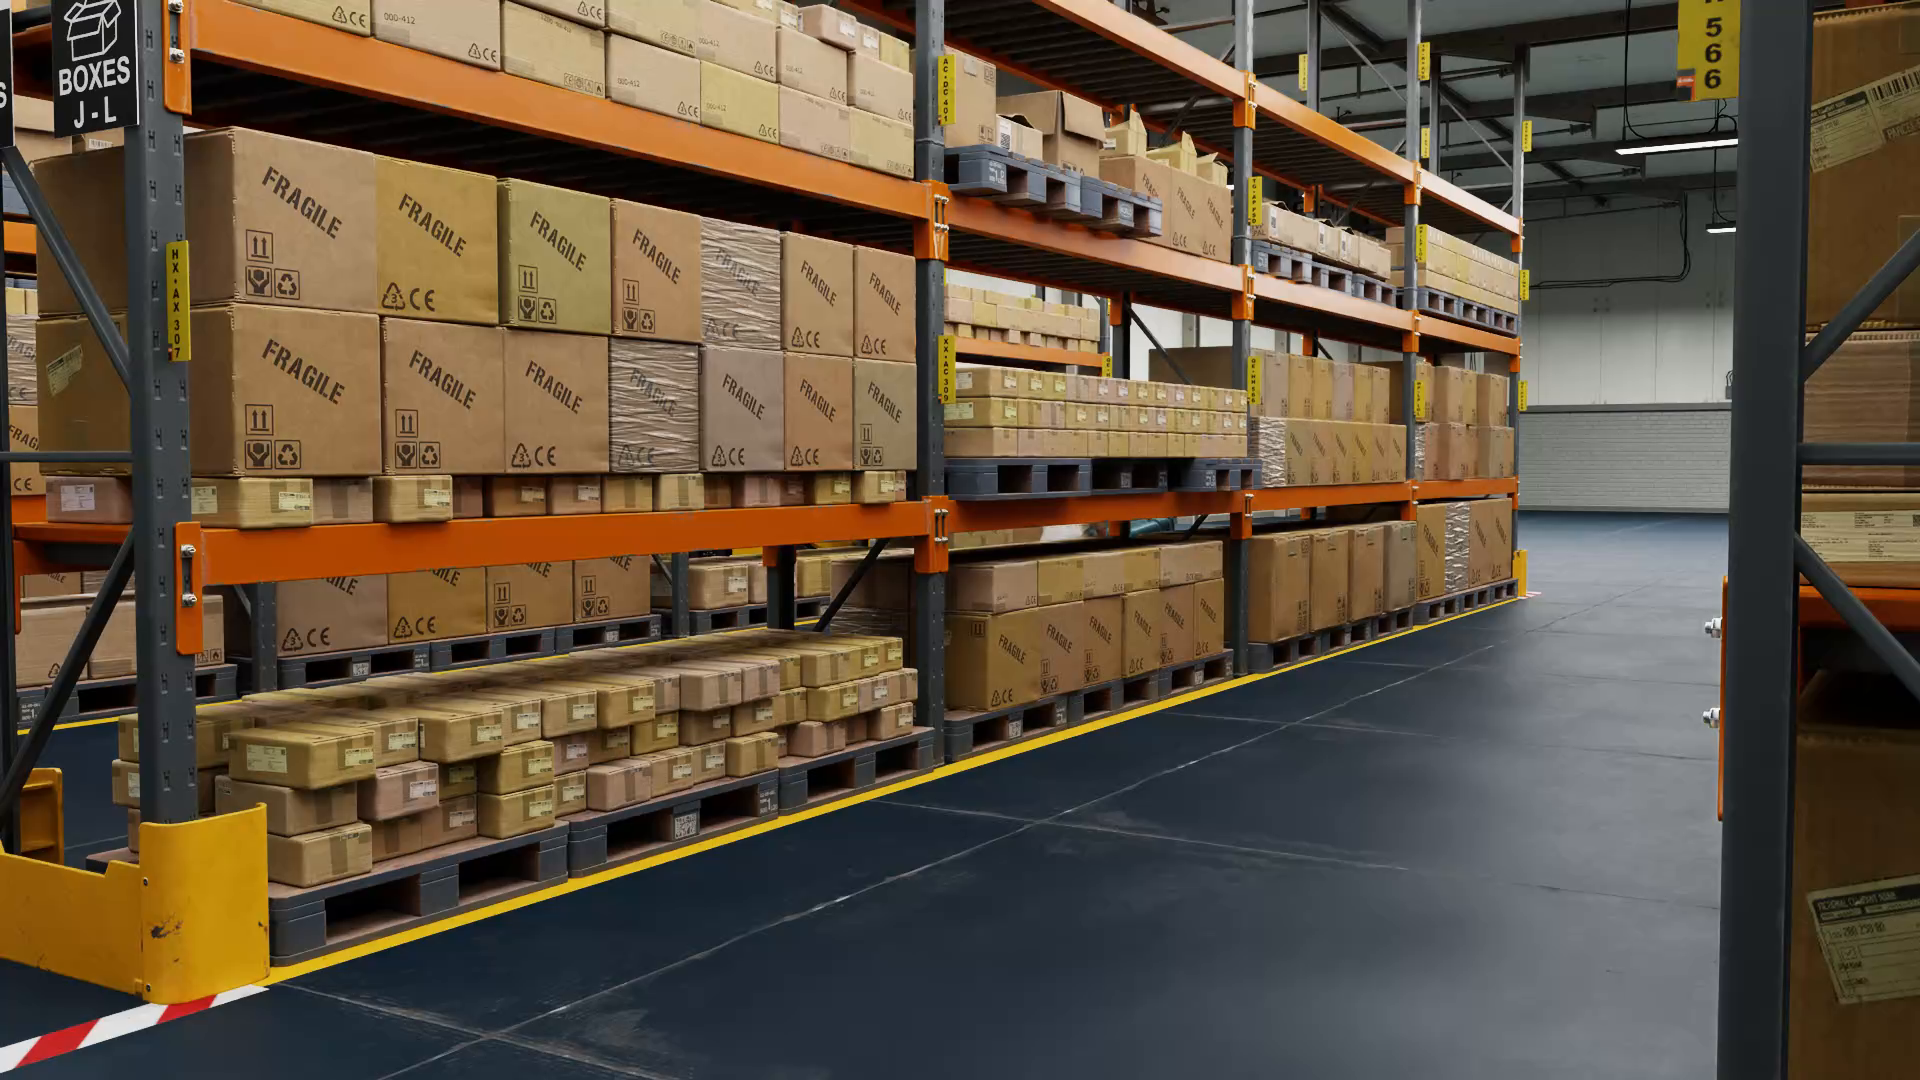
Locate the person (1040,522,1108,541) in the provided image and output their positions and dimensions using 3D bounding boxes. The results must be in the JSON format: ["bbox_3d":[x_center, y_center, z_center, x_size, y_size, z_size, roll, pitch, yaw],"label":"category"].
[{"bbox_3d":[0.945,0.125,14.189,0.584,1.384,0.780,2,3,31],"label":"person"}]
